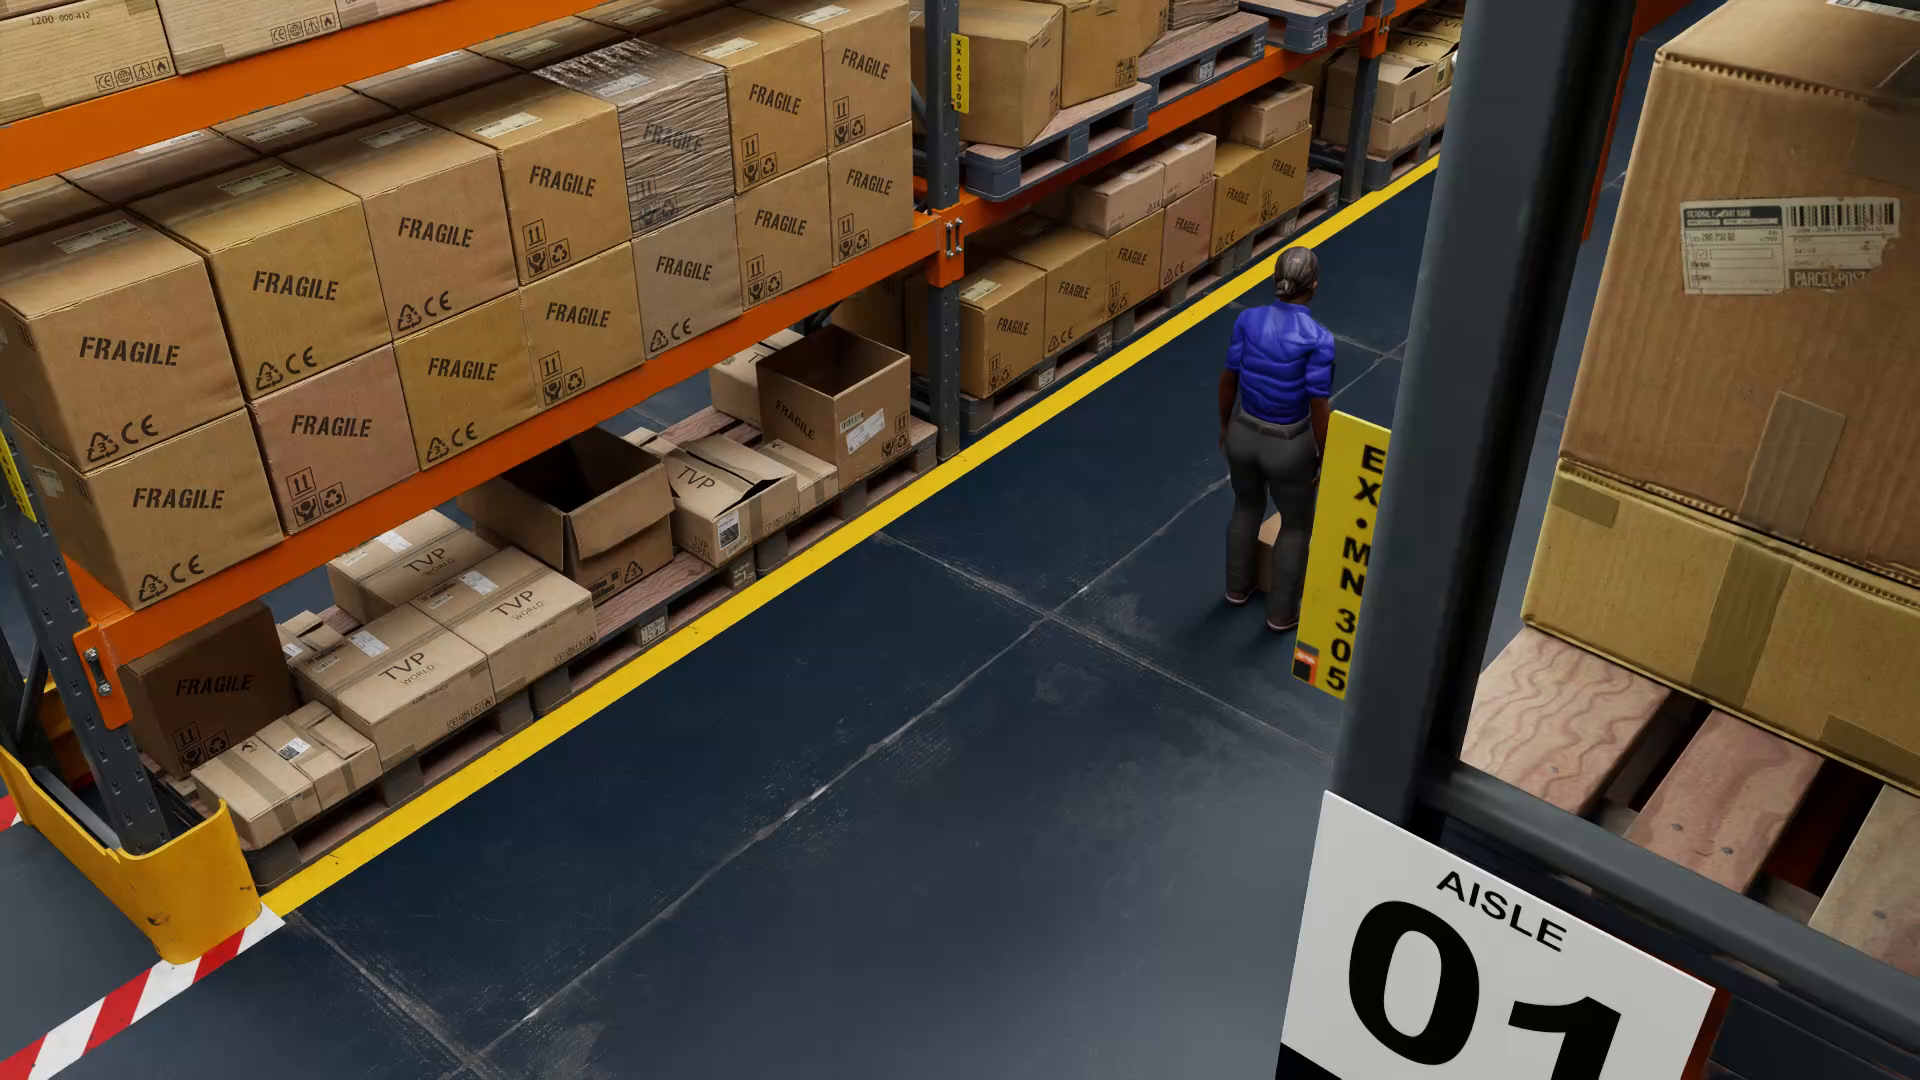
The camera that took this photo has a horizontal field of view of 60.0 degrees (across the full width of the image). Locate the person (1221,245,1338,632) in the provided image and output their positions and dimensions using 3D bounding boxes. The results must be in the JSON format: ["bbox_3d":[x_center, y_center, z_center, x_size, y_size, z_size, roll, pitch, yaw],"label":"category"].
[{"bbox_3d":[1.292,-0.403,6.721,0.517,1.654,0.392,25,42,31],"label":"person"}]
